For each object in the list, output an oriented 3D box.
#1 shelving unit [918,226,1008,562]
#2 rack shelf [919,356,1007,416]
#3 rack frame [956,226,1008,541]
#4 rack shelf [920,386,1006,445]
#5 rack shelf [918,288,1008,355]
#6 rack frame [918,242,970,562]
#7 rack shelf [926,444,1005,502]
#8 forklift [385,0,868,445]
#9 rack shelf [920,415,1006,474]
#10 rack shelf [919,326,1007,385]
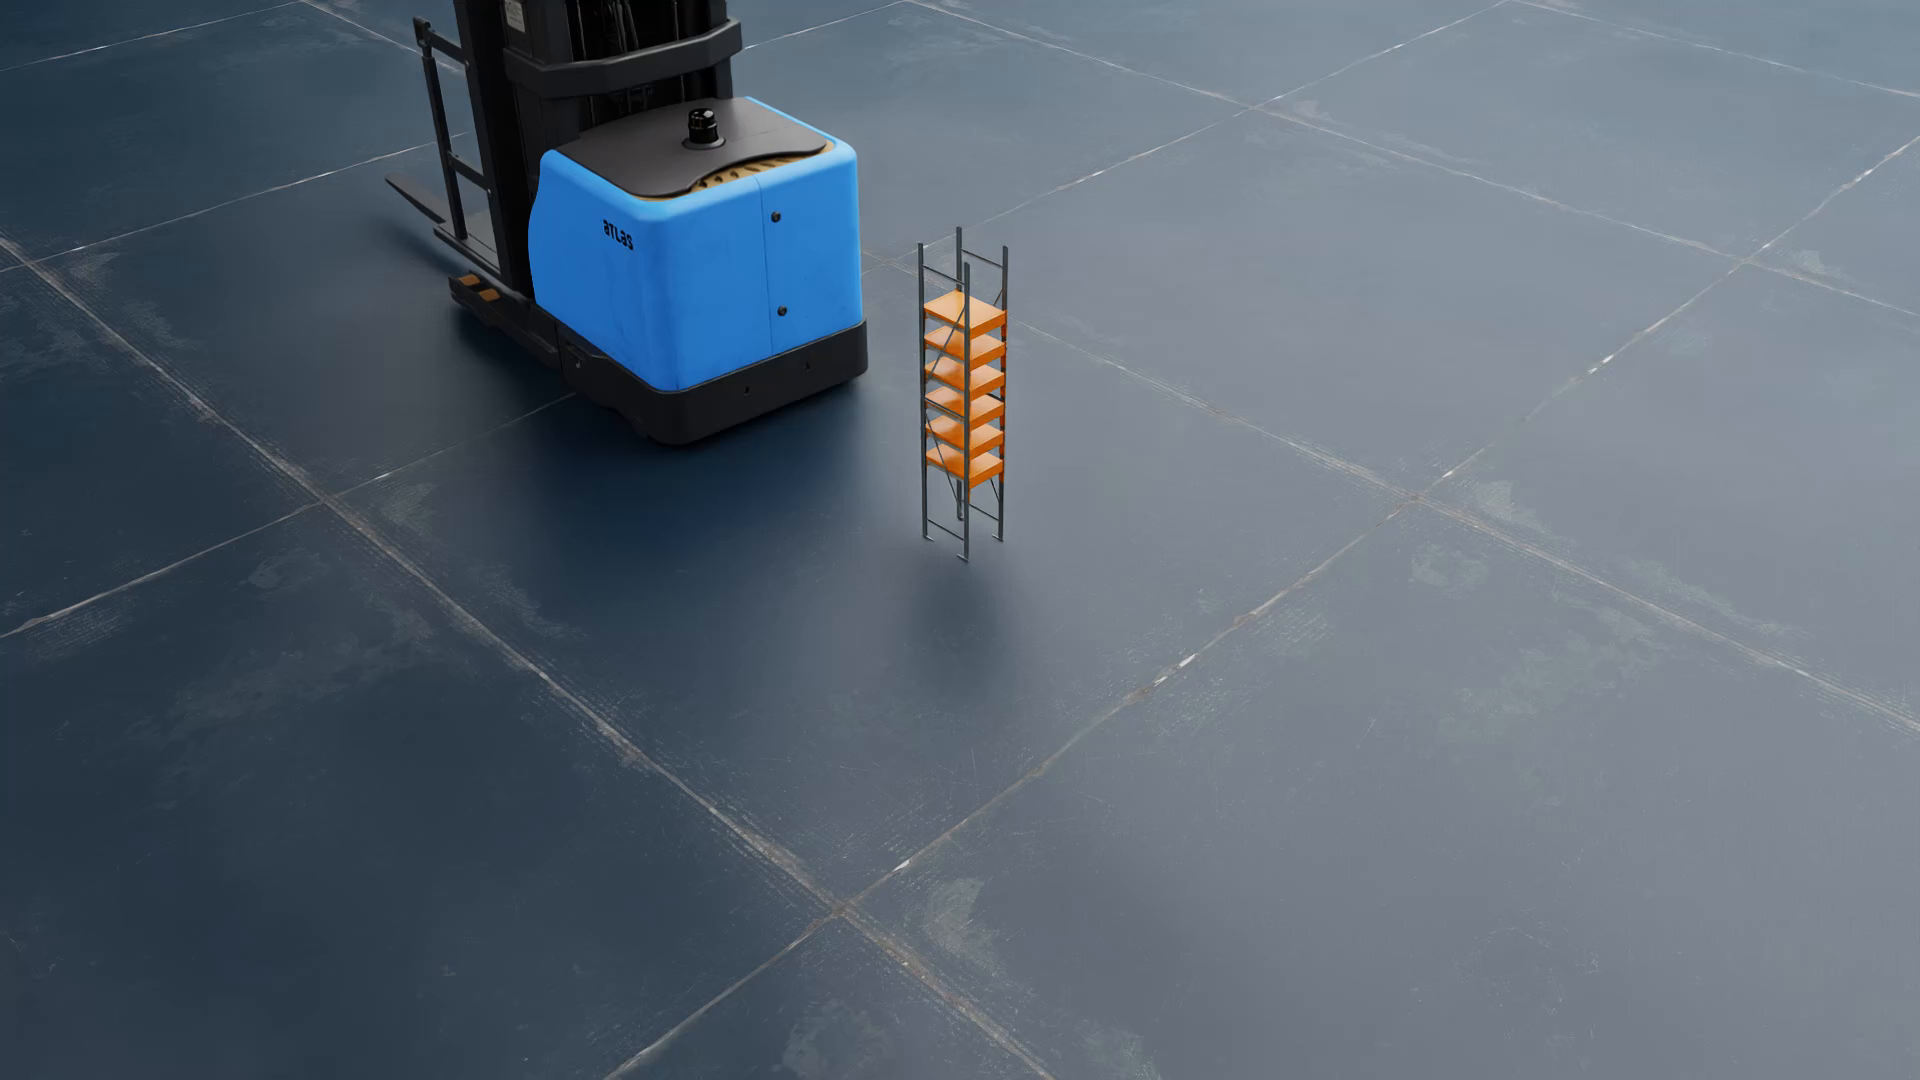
[{"bbox_3d":[0.010,-0.498,5.915,0.258,1.200,0.189,30,45,35],"label":"shelving unit"},{"bbox_3d":[0.010,-0.560,5.872,0.258,0.103,0.180,30,45,35],"label":"rack shelf"},{"bbox_3d":[0.075,-0.535,5.968,0.240,1.200,0.006,30,45,35],"label":"rack frame"},{"bbox_3d":[0.010,-0.462,5.941,0.258,0.103,0.180,30,45,35],"label":"rack shelf"},{"bbox_3d":[0.010,-0.757,5.735,0.258,0.103,0.180,30,45,35],"label":"rack shelf"},{"bbox_3d":[-0.054,-0.461,5.862,0.240,1.200,0.006,30,45,35],"label":"rack frame"},{"bbox_3d":[0.010,-0.265,6.078,0.258,0.103,0.180,30,45,35],"label":"rack shelf"},{"bbox_3d":[-1.729,-2.355,7.065,1.130,2.935,3.031,-26,42,-32],"label":"forklift"},{"bbox_3d":[0.010,-0.363,6.009,0.258,0.103,0.180,30,45,35],"label":"rack shelf"},{"bbox_3d":[0.010,-0.658,5.803,0.258,0.103,0.180,30,45,35],"label":"rack shelf"}]
